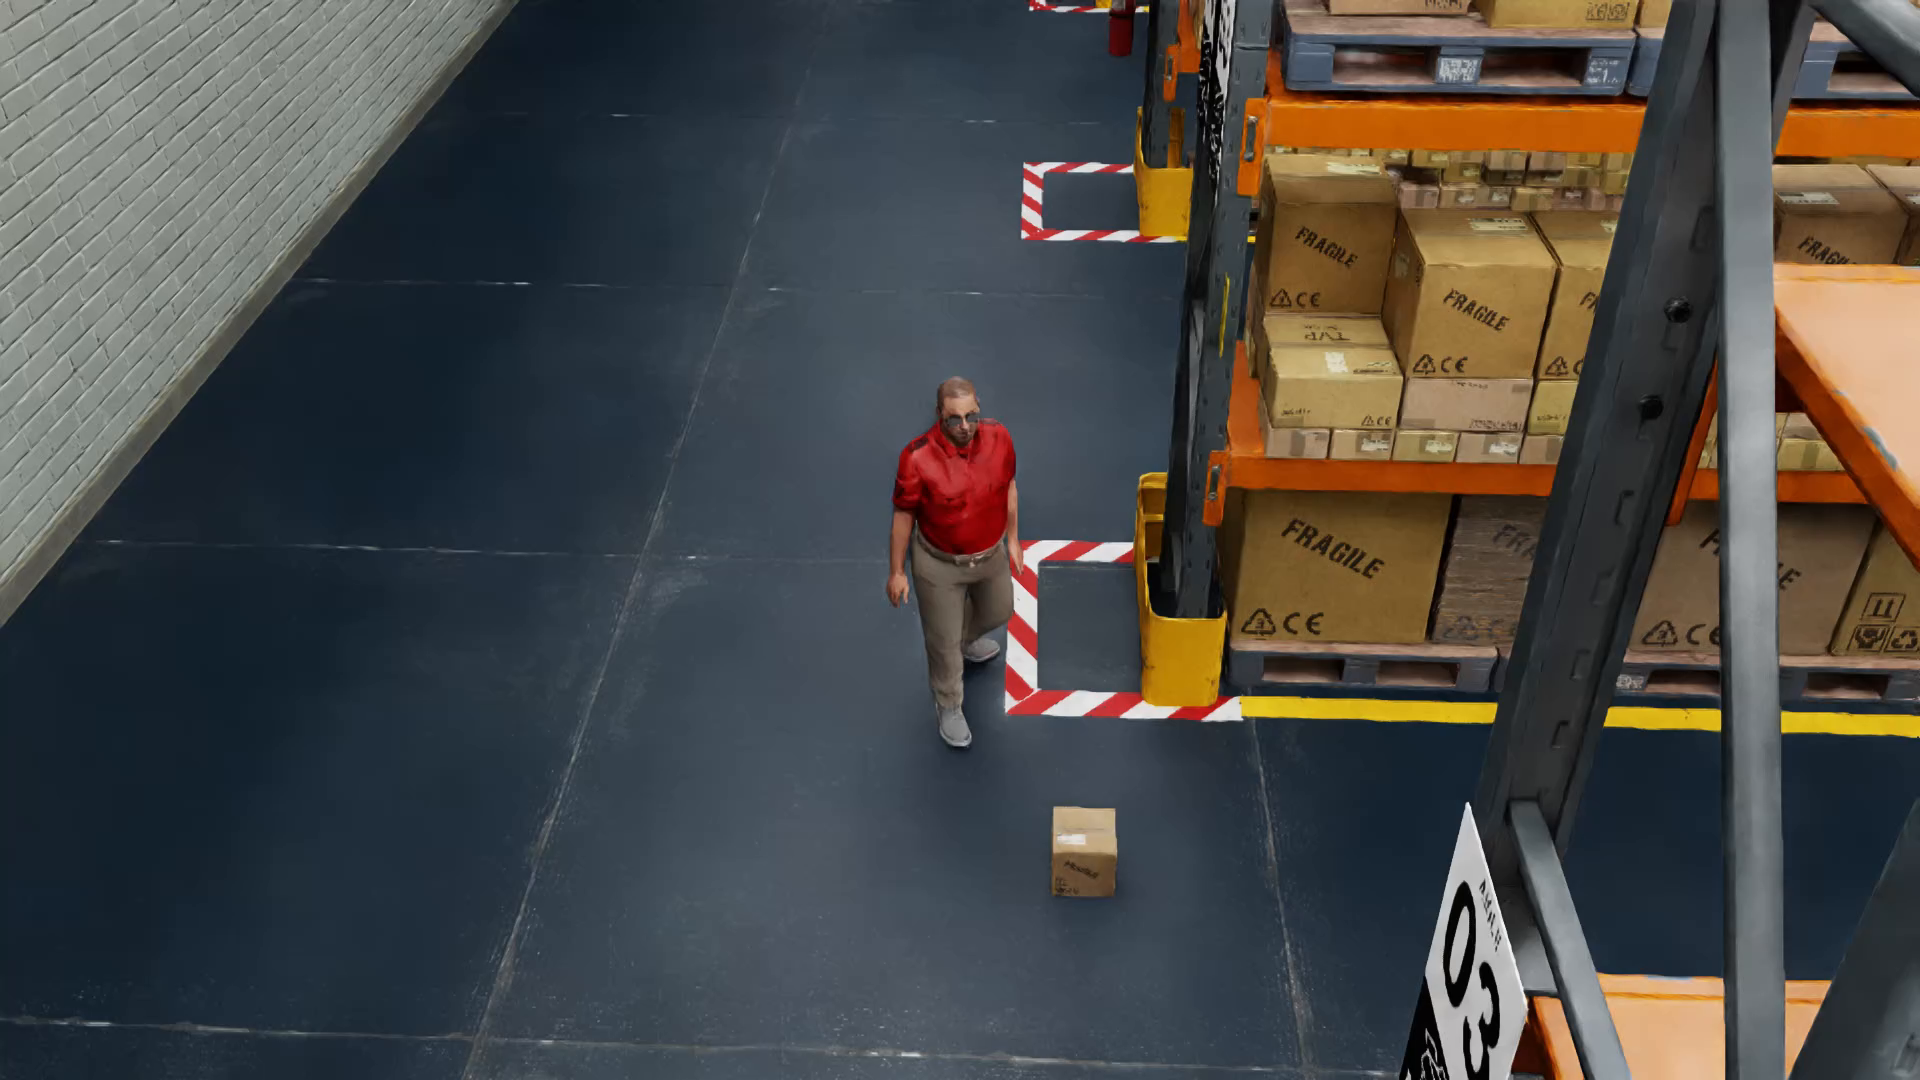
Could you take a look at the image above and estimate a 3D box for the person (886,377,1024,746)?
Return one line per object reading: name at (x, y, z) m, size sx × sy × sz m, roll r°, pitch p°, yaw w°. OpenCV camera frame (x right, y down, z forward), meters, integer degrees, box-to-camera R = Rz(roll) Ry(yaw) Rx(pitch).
person at (-0.028, 0.033, 7.081) m, size 0.676 × 1.721 × 0.599 m, roll -20°, pitch 40°, yaw -25°
